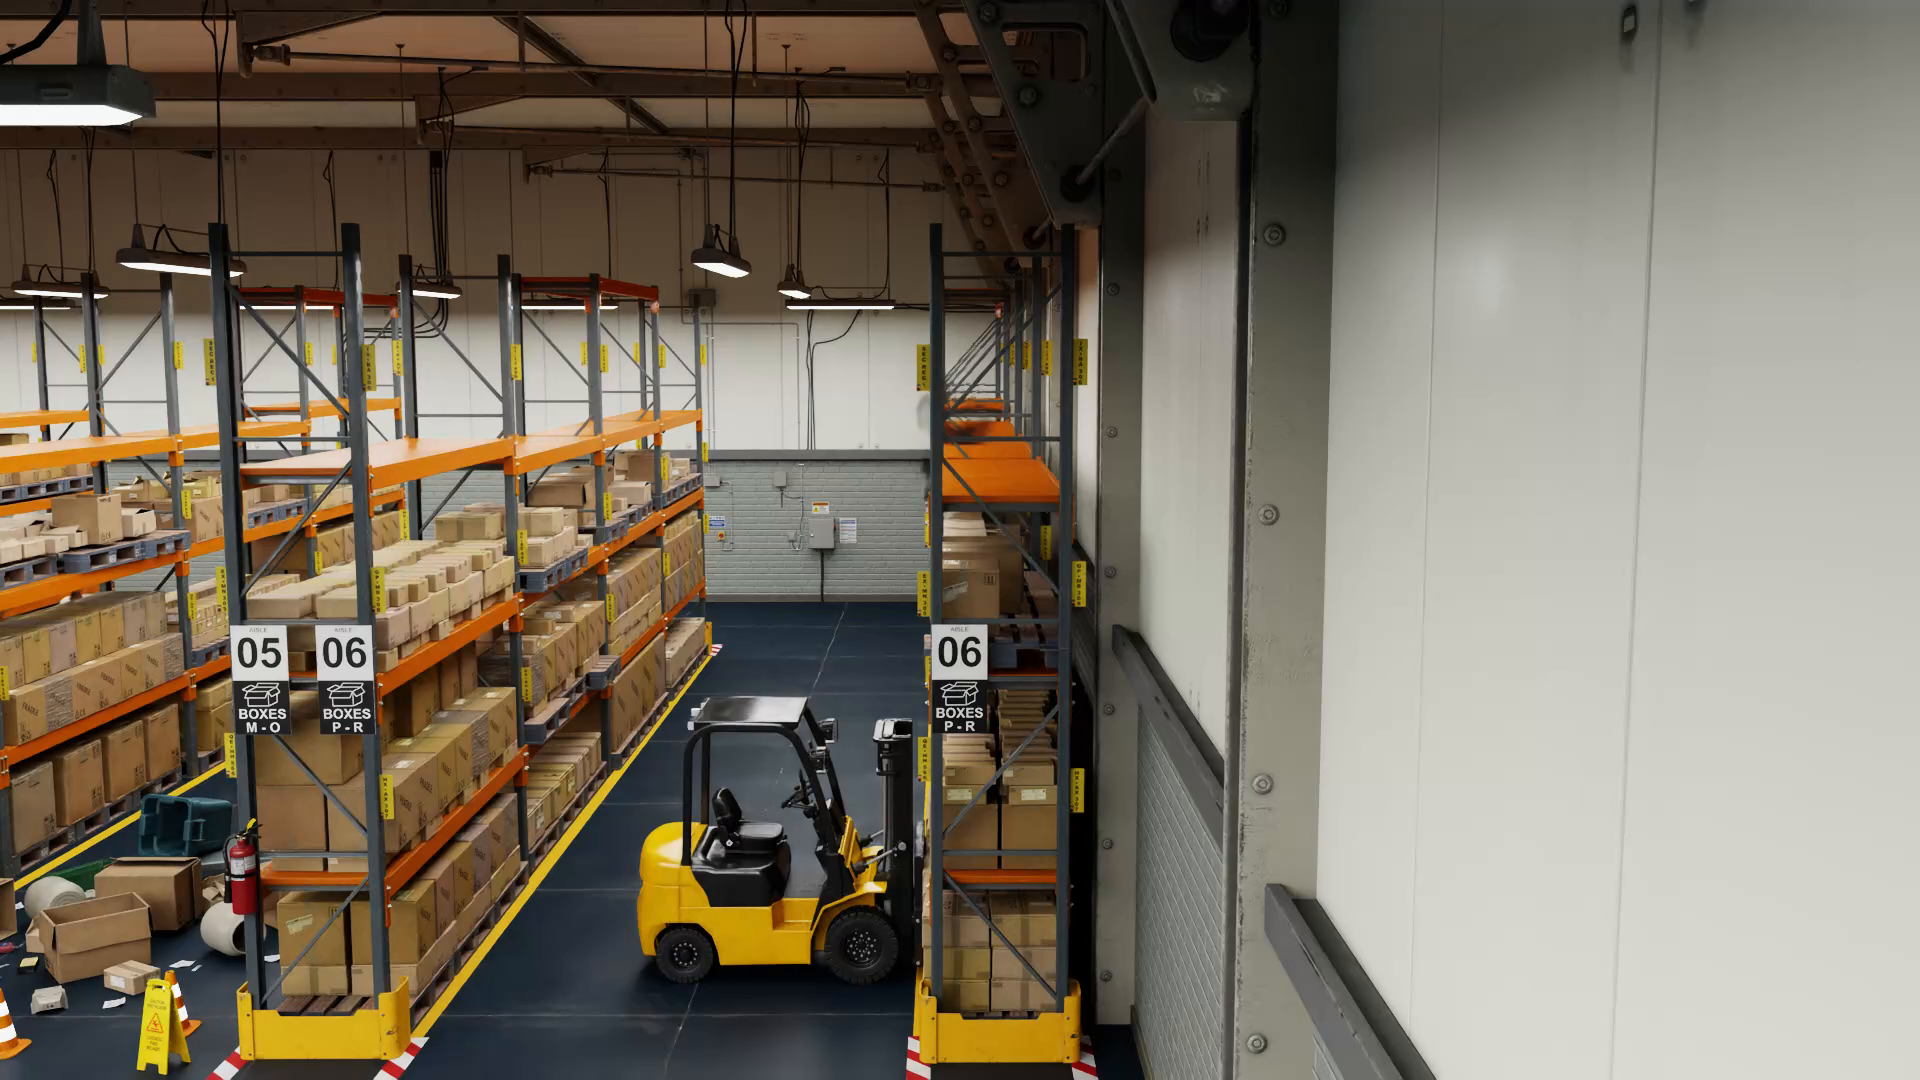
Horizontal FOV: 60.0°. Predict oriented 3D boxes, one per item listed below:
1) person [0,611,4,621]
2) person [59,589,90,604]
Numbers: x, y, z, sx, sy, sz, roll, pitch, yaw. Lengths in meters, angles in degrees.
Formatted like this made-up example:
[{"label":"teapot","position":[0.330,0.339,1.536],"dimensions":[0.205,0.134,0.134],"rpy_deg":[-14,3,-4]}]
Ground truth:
[{"label":"person","position":[-12.741,1.711,22.031],"dimensions":[0.676,1.768,0.940],"rpy_deg":[-1,7,-10]},{"label":"person","position":[-13.125,1.410,24.728],"dimensions":[0.682,1.726,0.634],"rpy_deg":[1,7,5]}]
